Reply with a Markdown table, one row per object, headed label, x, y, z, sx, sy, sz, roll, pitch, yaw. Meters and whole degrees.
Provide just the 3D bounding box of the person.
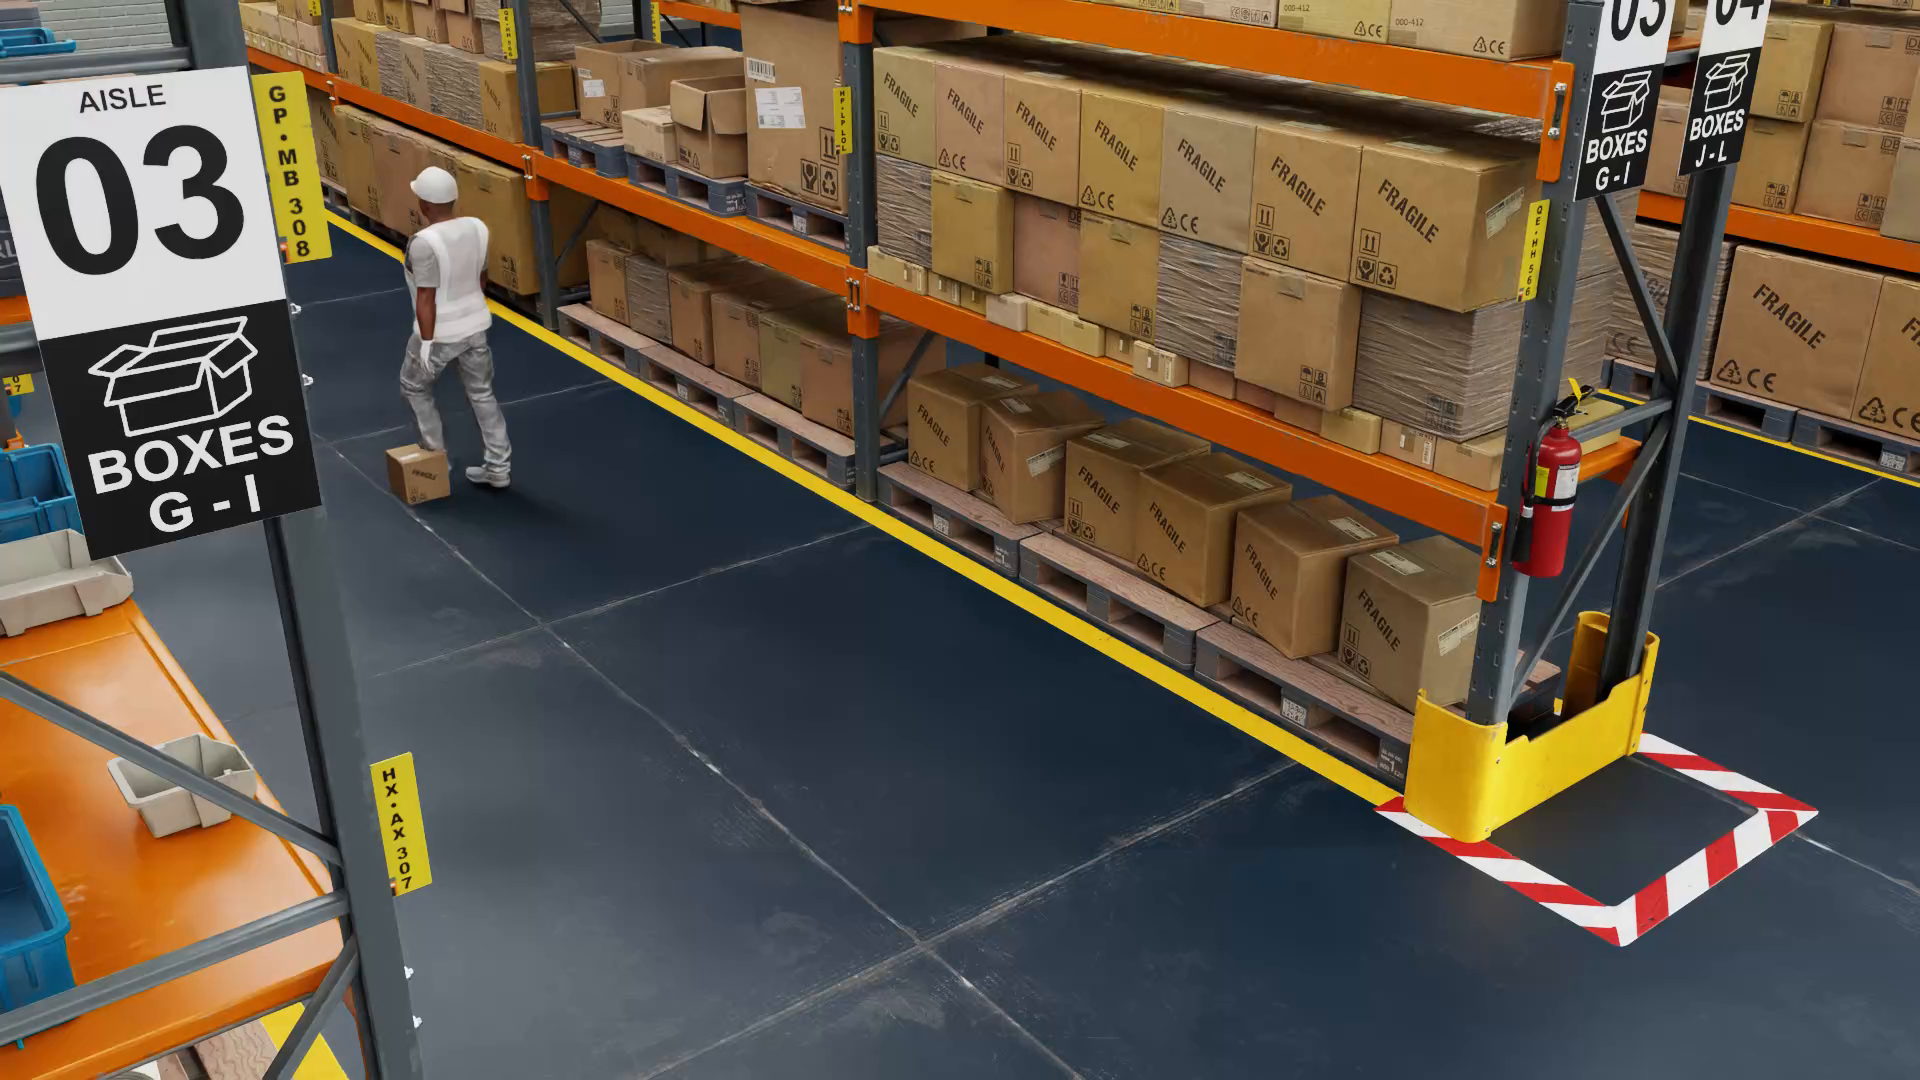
| label | x | y | z | sx | sy | sz | roll | pitch | yaw |
| --- | --- | --- | --- | --- | --- | --- | --- | --- | --- |
| person | -2.797 | -1.113 | 9.049 | 0.591 | 1.844 | 0.615 | 15 | 28 | 29 |
